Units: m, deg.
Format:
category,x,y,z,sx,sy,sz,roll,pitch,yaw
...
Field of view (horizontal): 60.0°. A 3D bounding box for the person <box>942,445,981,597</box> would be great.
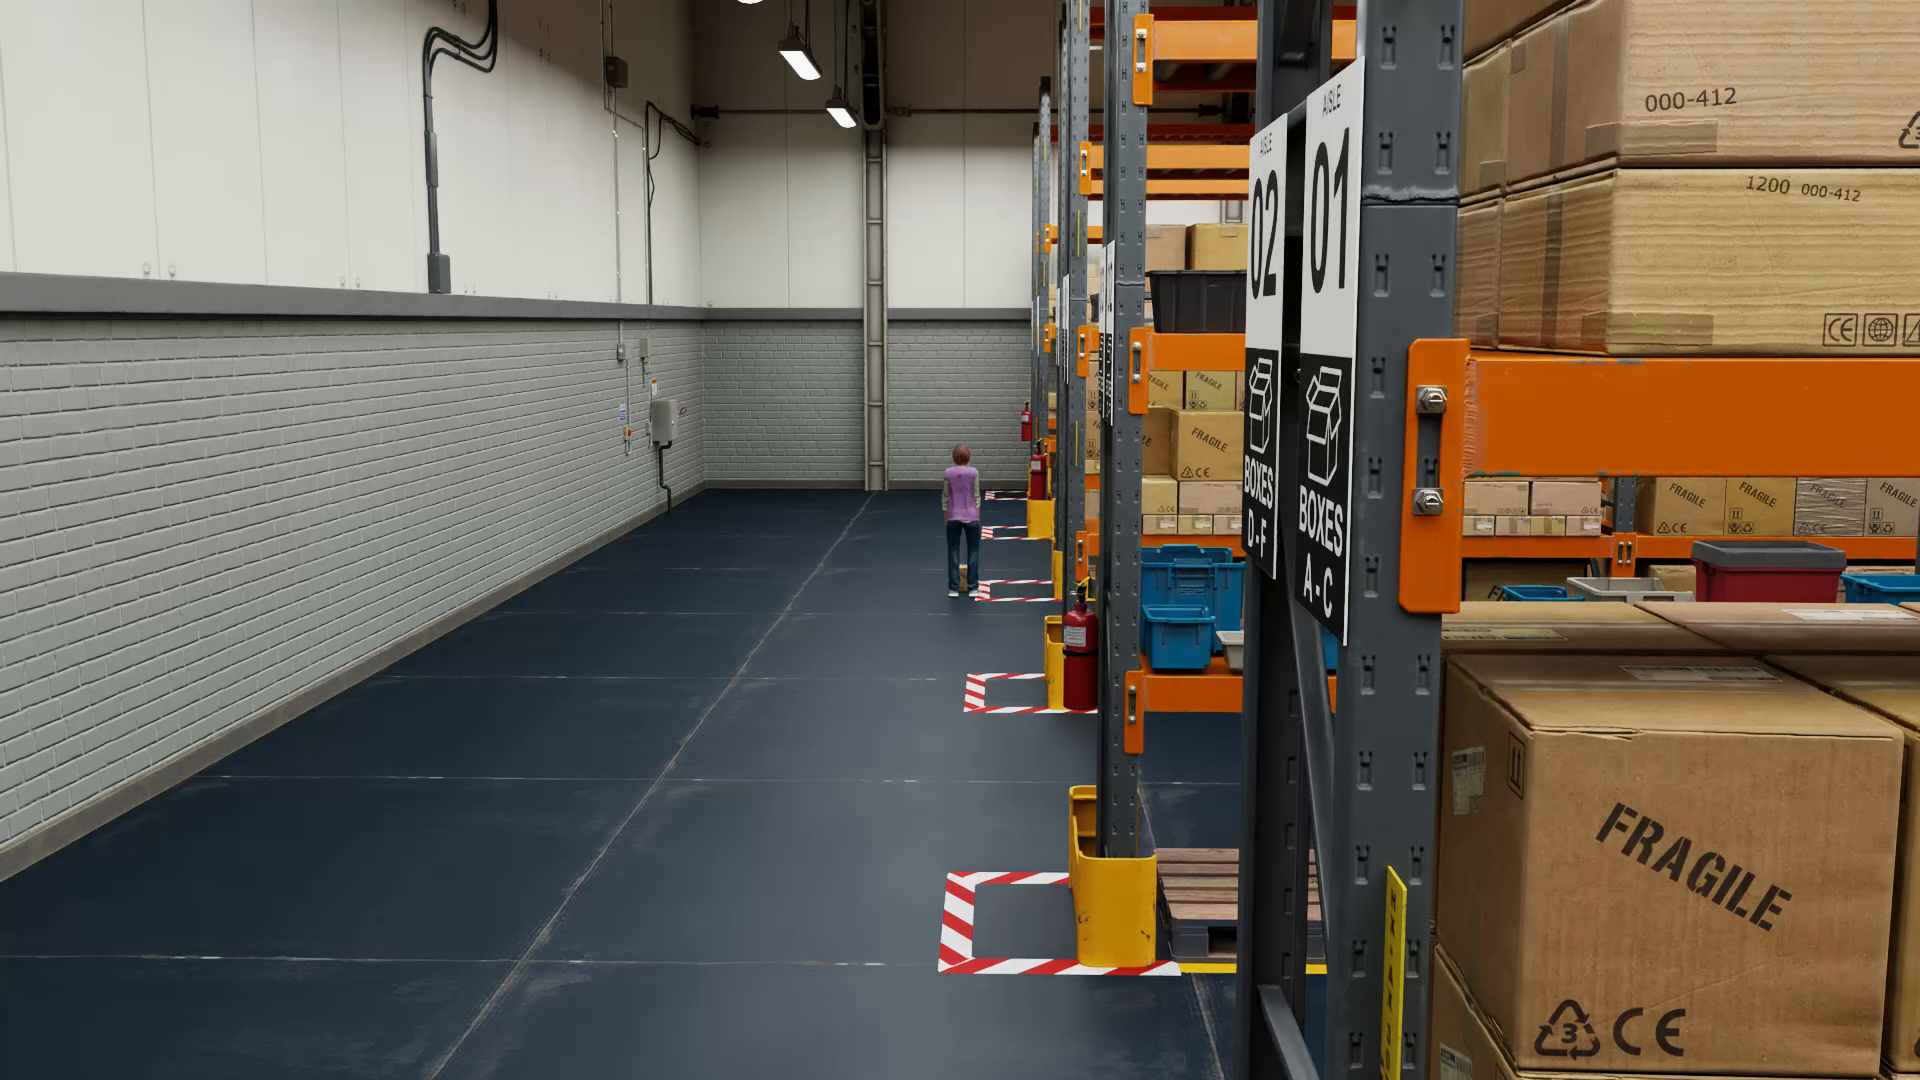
category,x,y,z,sx,sy,sz,roll,pitch,yaw
person,0.009,-0.193,17.349,0.409,1.592,0.304,1,7,6
